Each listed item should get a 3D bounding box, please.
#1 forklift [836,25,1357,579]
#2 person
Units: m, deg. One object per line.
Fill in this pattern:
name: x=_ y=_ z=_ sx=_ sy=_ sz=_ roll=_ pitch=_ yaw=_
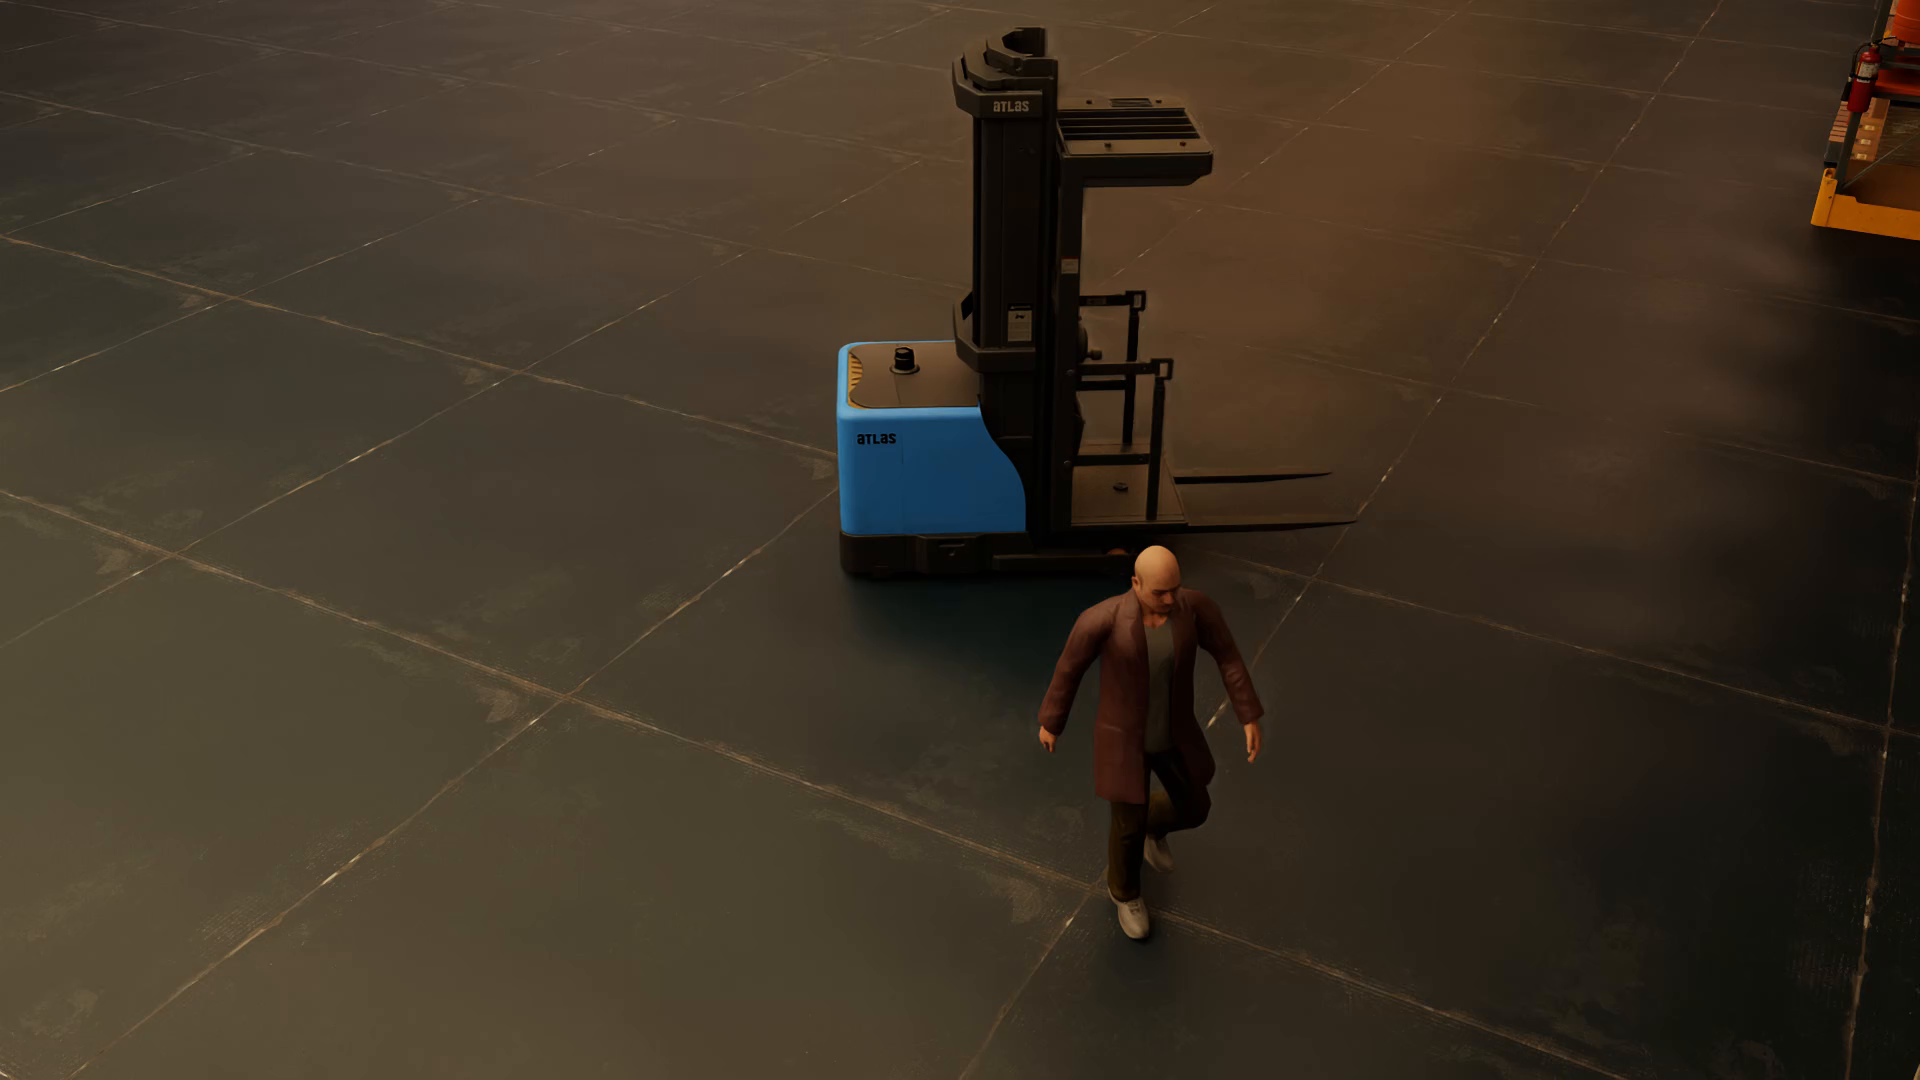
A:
forklift: x=0.800 y=-1.316 z=9.351 sx=3.031 sy=2.935 sz=1.130 roll=-1 pitch=30 yaw=-3
person: x=0.768 y=0.784 z=6.888 sx=0.852 sy=1.761 sz=0.651 roll=-9 pitch=31 yaw=-15
